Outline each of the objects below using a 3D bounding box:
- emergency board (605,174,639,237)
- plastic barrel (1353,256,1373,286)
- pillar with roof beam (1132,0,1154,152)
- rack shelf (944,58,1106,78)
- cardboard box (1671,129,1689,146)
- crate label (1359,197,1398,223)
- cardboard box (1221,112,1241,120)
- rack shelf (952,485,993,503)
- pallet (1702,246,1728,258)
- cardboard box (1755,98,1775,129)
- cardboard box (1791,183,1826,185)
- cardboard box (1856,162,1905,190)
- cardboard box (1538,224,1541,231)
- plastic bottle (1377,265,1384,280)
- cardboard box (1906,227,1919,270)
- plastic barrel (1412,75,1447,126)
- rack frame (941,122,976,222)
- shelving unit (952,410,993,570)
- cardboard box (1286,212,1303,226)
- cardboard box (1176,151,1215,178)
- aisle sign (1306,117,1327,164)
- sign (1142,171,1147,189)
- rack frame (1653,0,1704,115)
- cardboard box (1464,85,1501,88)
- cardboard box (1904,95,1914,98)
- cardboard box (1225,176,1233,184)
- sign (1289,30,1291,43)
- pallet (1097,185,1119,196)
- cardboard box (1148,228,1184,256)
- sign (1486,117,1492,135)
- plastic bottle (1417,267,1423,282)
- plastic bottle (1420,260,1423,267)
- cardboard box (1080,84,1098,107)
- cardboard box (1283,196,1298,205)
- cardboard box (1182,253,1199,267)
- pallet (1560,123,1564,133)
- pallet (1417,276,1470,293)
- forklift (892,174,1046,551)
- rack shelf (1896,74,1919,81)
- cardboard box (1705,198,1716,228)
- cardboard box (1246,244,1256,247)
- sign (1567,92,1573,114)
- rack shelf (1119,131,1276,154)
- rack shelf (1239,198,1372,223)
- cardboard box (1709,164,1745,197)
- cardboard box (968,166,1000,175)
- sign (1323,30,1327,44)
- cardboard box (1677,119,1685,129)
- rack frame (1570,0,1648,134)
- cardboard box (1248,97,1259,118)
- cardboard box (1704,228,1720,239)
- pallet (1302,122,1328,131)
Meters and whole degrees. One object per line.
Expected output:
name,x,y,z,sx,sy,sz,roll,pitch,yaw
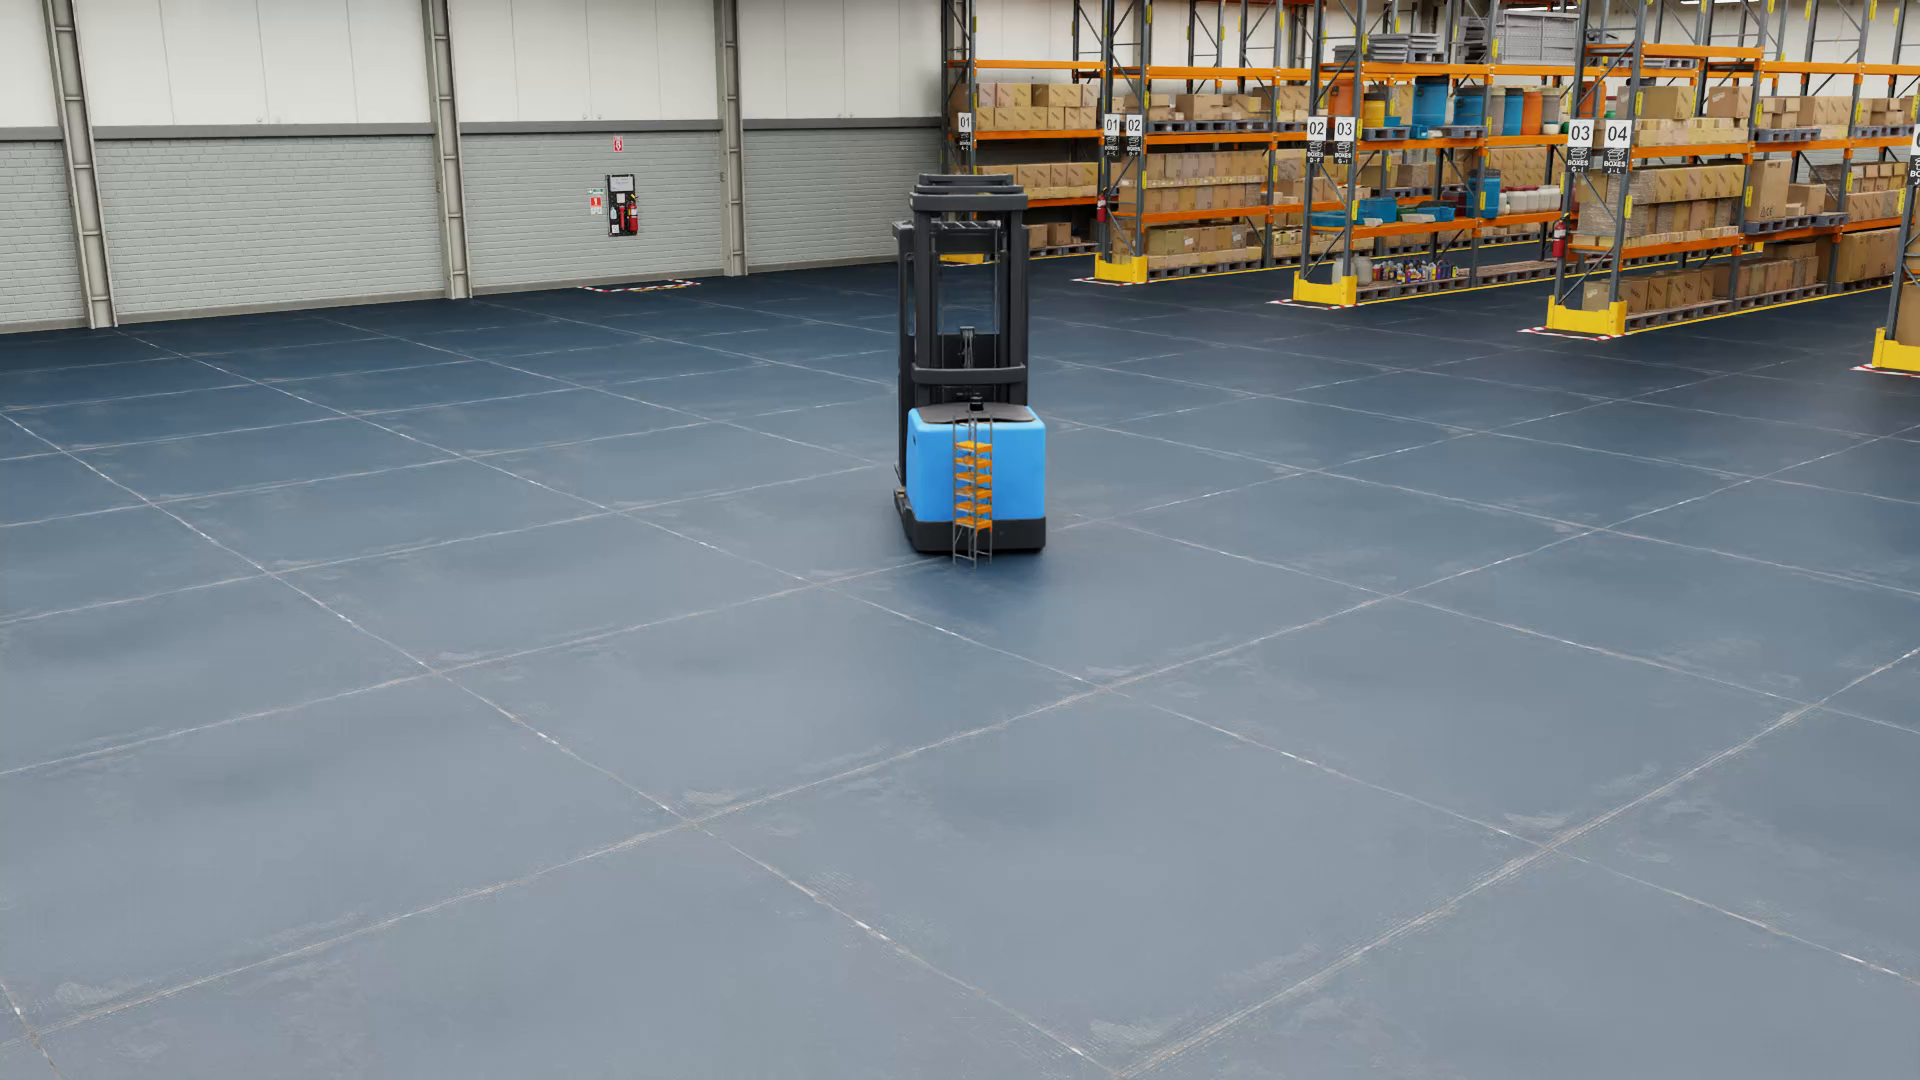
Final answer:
emergency board,-6.491,-6.468,32.151,0.643,1.169,0.194,-13,19,-39
plastic barrel,7.292,-4.892,30.258,0.421,0.512,0.421,0,15,0
pillar with roof beam,7.277,-10.972,37.389,0.400,9.000,9.100,-13,19,-39
rack shelf,1.473,-10.496,37.008,4.000,0.370,1.077,-13,19,-39
cardboard box,11.014,-6.295,25.983,0.500,0.250,0.500,-13,20,-40
crate label,7.679,-6.061,30.560,0.616,0.435,0.502,-13,19,-39
cardboard box,5.506,-8.663,33.959,0.250,0.149,0.380,-13,19,-39
rack shelf,0.097,-0.343,12.881,0.258,0.103,0.180,13,20,40
pallet,16.970,-6.705,38.443,1.213,0.211,1.003,-13,19,-39
cardboard box,13.156,-7.155,27.899,0.637,0.503,0.797,-14,20,-42
cardboard box,15.373,-6.223,30.225,0.500,0.500,0.500,13,20,40
cardboard box,17.770,-7.057,32.221,0.637,0.503,0.797,-12,19,-39
cardboard box,14.676,-8.008,42.553,0.250,0.166,0.380,-13,19,-39
plastic bottle,7.844,-4.993,31.041,0.133,0.283,0.061,-13,19,-39
cardboard box,13.149,-3.877,22.161,0.550,0.550,0.875,-13,19,-39
plastic barrel,8.664,-8.104,30.678,0.708,0.901,0.600,-13,19,-39
rack frame,-0.035,-7.608,36.421,0.127,3.000,1.000,-13,19,-39
shelving unit,0.097,-0.386,12.870,0.258,1.200,0.189,13,20,40
cardboard box,8.612,-8.670,43.748,0.750,0.750,0.750,-12,19,-39
cardboard box,4.770,-7.666,33.928,0.500,0.500,0.700,-13,19,-39
aisle sign,6.219,-6.981,29.036,0.004,0.787,0.394,-13,19,-39
sign,3.579,-6.992,32.283,0.005,0.325,0.100,-13,19,-39
rack frame,15.520,-10.611,36.037,0.127,3.000,1.000,-13,19,-39
cardboard box,12.613,-10.748,40.231,0.500,0.500,0.700,-13,19,-39
cardboard box,19.323,-8.641,33.274,0.500,0.500,0.700,-14,21,-43
cardboard box,5.403,-7.424,34.281,0.250,0.149,0.380,-13,20,-40
sign,8.671,-13.179,43.536,0.005,0.325,0.100,-13,19,-39
pallet,3.654,-8.294,39.361,1.213,0.211,1.003,-13,19,-39
cardboard box,4.146,-6.014,33.513,0.500,0.500,0.500,-13,19,-39
sign,9.838,-7.702,30.941,0.005,0.325,0.100,-13,19,-39
plastic bottle,8.527,-4.930,30.828,0.097,0.271,0.097,0,15,0
plastic bottle,8.802,-5.208,31.846,0.133,0.283,0.061,-13,19,-39
cardboard box,2.782,-10.138,37.911,0.500,0.500,0.500,14,20,42
cardboard box,7.039,-7.311,35.795,0.250,0.149,0.380,-13,19,-39
cardboard box,4.522,-5.737,33.928,0.500,0.250,0.500,-13,19,-39
pallet,13.144,-8.503,34.325,1.213,0.211,1.003,-13,19,-39
pallet,8.951,-4.904,31.702,1.213,0.211,1.003,-13,19,-39
forklift,0.003,-1.657,14.275,1.130,2.935,3.031,-2,15,-6
rack shelf,20.281,-9.445,33.840,4.000,0.370,1.077,-13,19,-39
cardboard box,11.956,-5.443,27.544,0.500,0.500,0.875,-13,19,-39
cardboard box,6.359,-6.323,36.125,0.500,0.250,0.500,-13,20,-40
sign,9.370,-6.704,25.506,0.005,0.325,0.100,-13,19,-39
rack shelf,4.728,-8.085,33.787,4.000,0.370,1.077,-13,19,-39
rack shelf,7.745,-7.313,36.711,4.000,0.370,1.077,-13,19,-39
cardboard box,12.578,-5.938,27.461,0.500,0.500,0.500,-13,19,-39
cardboard box,0.522,-7.930,36.425,0.500,0.500,0.500,-13,19,-39
sign,9.382,-12.925,42.739,0.005,0.325,0.100,-13,19,-39
cardboard box,11.082,-6.500,25.978,0.250,0.149,0.380,-14,20,-42
rack frame,9.719,-7.614,24.816,0.127,3.000,1.000,-13,19,-39
cardboard box,7.119,-10.958,42.103,0.500,0.500,0.700,-11,19,-37
cardboard box,12.229,-5.043,27.303,0.250,0.149,0.380,-13,19,-39
pallet,7.959,-9.035,36.317,1.213,0.211,1.003,-12,19,-37
